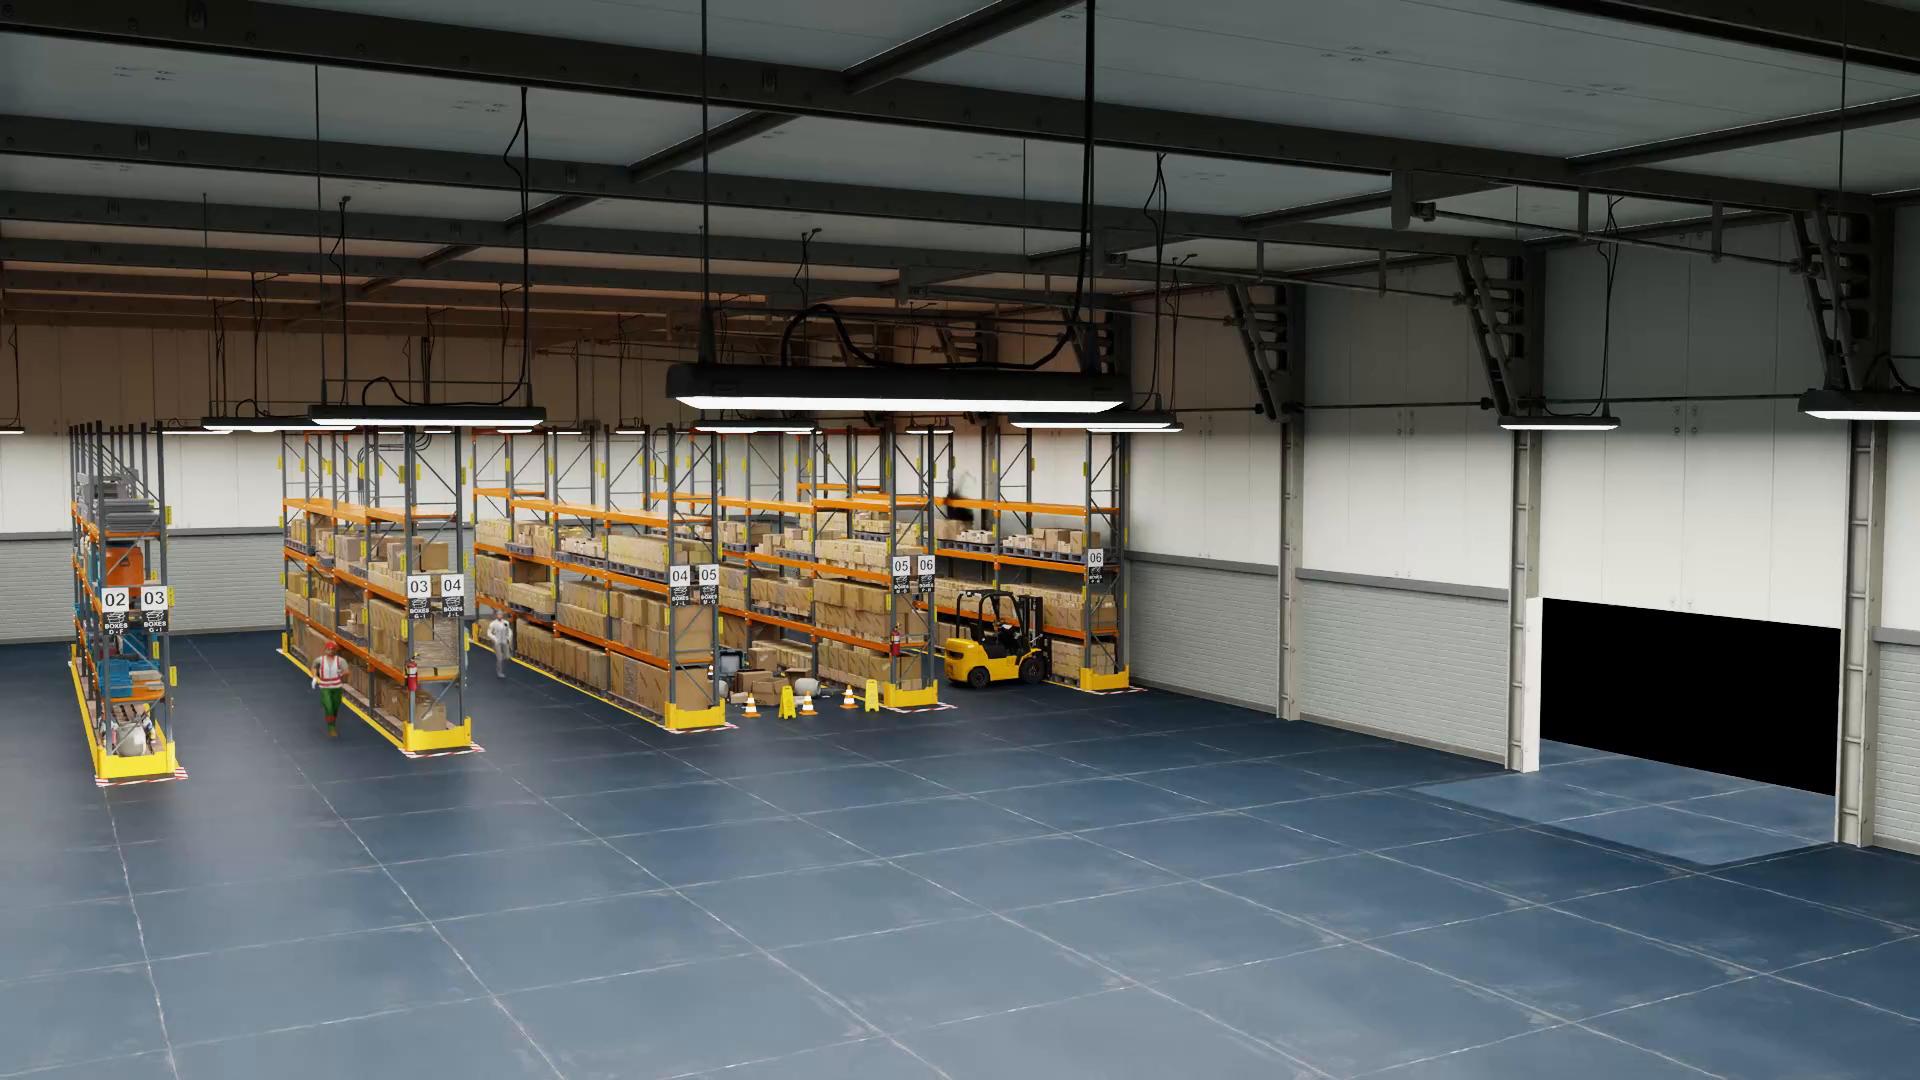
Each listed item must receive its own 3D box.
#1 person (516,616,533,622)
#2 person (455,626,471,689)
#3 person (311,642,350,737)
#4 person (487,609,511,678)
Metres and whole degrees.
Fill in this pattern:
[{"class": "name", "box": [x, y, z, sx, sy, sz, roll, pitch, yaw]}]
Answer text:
[{"class": "person", "box": [-12.712, 1.905, 48.053, 0.890, 1.664, 0.643, 1, 4, 21]}, {"class": "person", "box": [-11.414, 2.521, 37.799, 0.658, 1.738, 0.601, -3, 5, -39]}, {"class": "person", "box": [-12.038, 2.826, 31.825, 0.663, 1.777, 1.004, -2, 4, -28]}, {"class": "person", "box": [-10.930, 2.451, 39.555, 0.564, 1.651, 0.501, -2, 4, -33]}]
